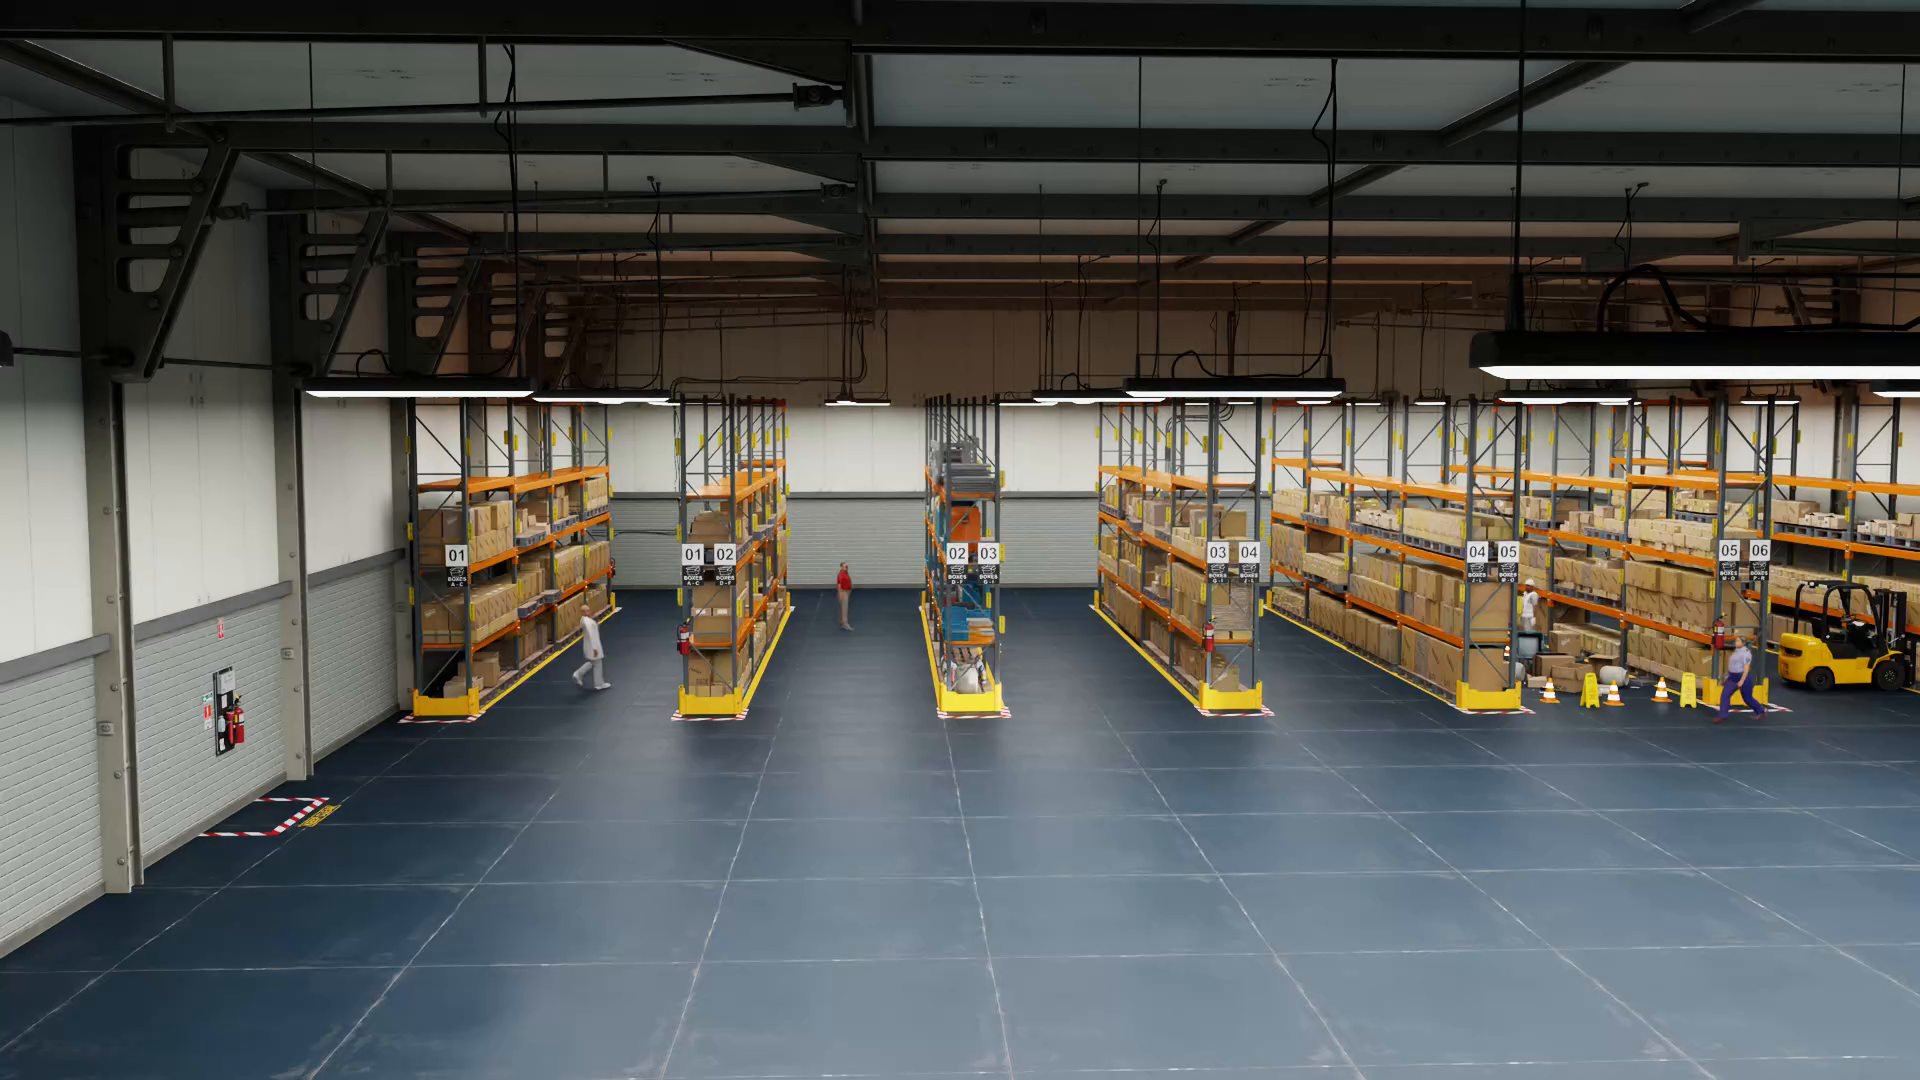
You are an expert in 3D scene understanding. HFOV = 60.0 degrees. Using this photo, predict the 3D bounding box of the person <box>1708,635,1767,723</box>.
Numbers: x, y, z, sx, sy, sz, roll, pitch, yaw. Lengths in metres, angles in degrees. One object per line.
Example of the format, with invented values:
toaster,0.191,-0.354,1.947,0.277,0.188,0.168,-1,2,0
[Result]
person,14.161,2.542,30.198,0.964,1.583,0.480,-1,5,-17

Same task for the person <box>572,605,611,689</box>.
person,-7.476,2.180,33.843,0.808,1.746,0.631,-4,6,-38

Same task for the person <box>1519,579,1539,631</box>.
person,13.170,1.796,38.520,0.455,1.791,0.589,2,5,20

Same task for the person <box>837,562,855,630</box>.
person,-2.947,1.452,43.295,0.523,1.754,0.579,1,5,15
